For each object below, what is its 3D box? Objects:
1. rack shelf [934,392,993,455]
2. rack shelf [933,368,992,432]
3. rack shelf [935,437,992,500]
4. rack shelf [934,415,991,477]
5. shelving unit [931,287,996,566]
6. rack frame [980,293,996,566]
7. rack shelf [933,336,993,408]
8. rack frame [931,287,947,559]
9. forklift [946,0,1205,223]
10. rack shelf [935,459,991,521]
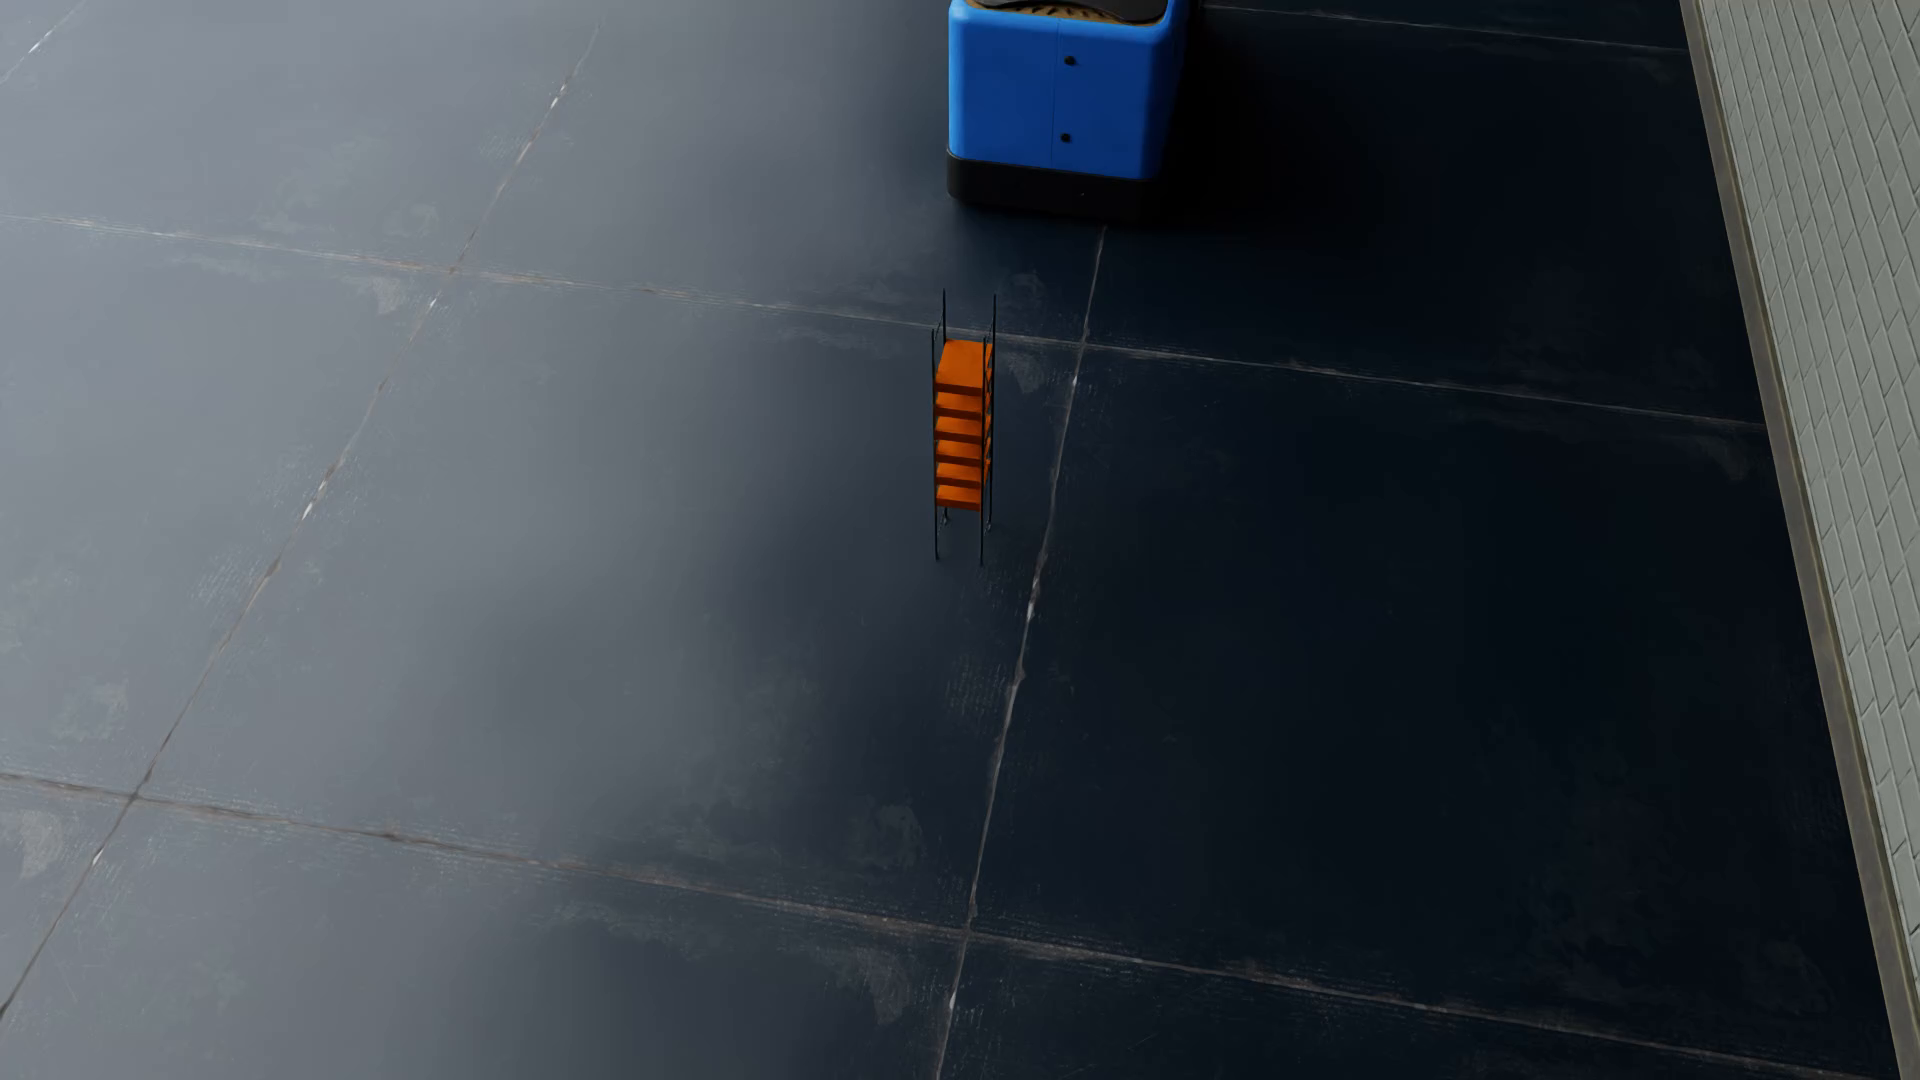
[{"bbox_3d":[0.014,-0.450,6.218,0.180,0.103,0.258,8,49,7],"label":"rack shelf"},{"bbox_3d":[0.014,-0.530,6.128,0.180,0.103,0.258,8,49,7],"label":"rack shelf"},{"bbox_3d":[0.014,-0.289,6.396,0.180,0.103,0.258,8,49,7],"label":"rack shelf"},{"bbox_3d":[0.014,-0.369,6.307,0.180,0.103,0.258,8,49,7],"label":"rack shelf"},{"bbox_3d":[0.014,-0.399,6.274,0.189,1.200,0.258,8,49,7],"label":"shelving unit"},{"bbox_3d":[0.104,-0.387,6.263,0.006,1.200,0.240,8,49,7],"label":"rack frame"},{"bbox_3d":[0.014,-0.610,6.039,0.180,0.103,0.258,8,49,7],"label":"rack shelf"},{"bbox_3d":[-0.076,-0.411,6.285,0.006,1.200,0.240,8,49,7],"label":"rack frame"},{"bbox_3d":[0.736,-3.624,8.008,1.130,2.935,3.031,9,49,8],"label":"forklift"},{"bbox_3d":[0.014,-0.209,6.486,0.180,0.103,0.258,8,49,7],"label":"rack shelf"}]
